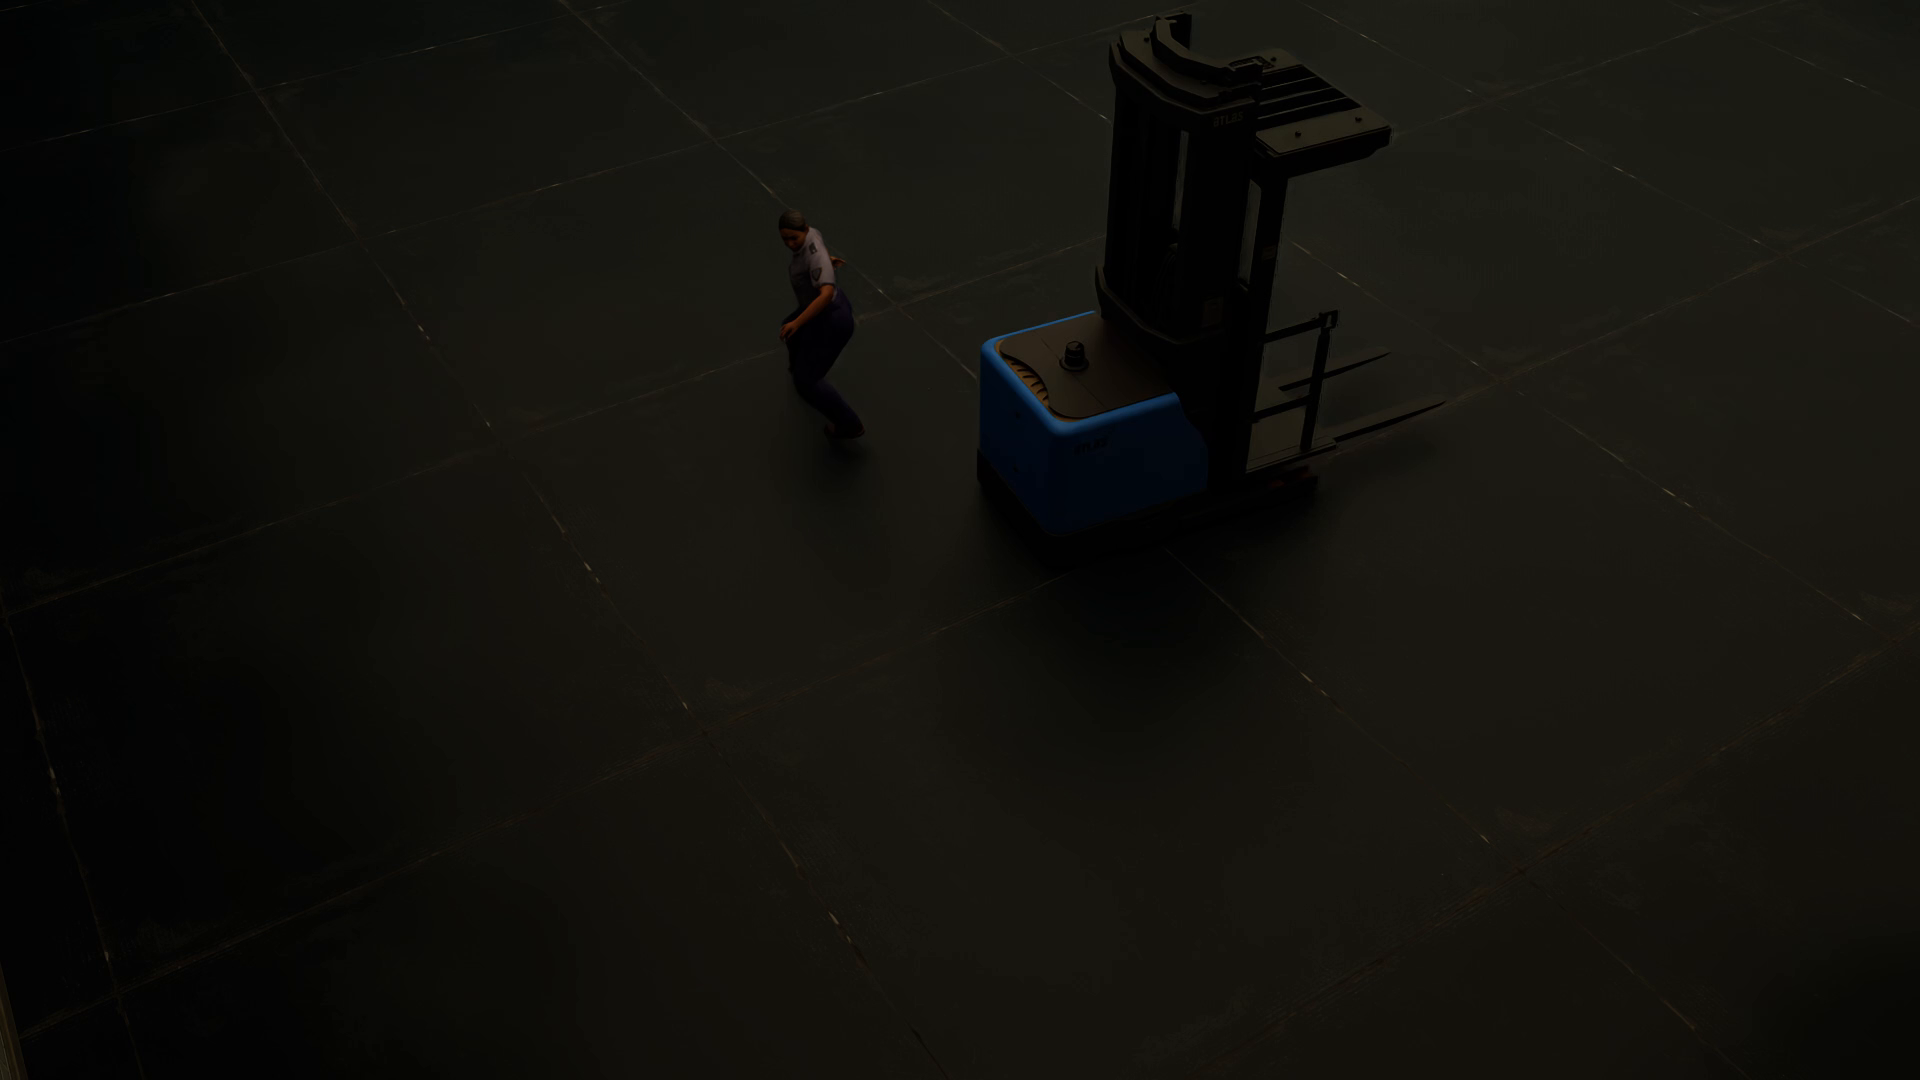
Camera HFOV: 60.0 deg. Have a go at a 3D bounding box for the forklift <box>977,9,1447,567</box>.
[{"bbox_3d":[1.662,-1.610,9.713,3.031,2.935,1.130,-18,44,-19],"label":"forklift"}]

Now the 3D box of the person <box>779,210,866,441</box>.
[{"bbox_3d":[-0.933,-1.431,10.682,0.507,1.595,1.087,-4,41,-5],"label":"person"}]
